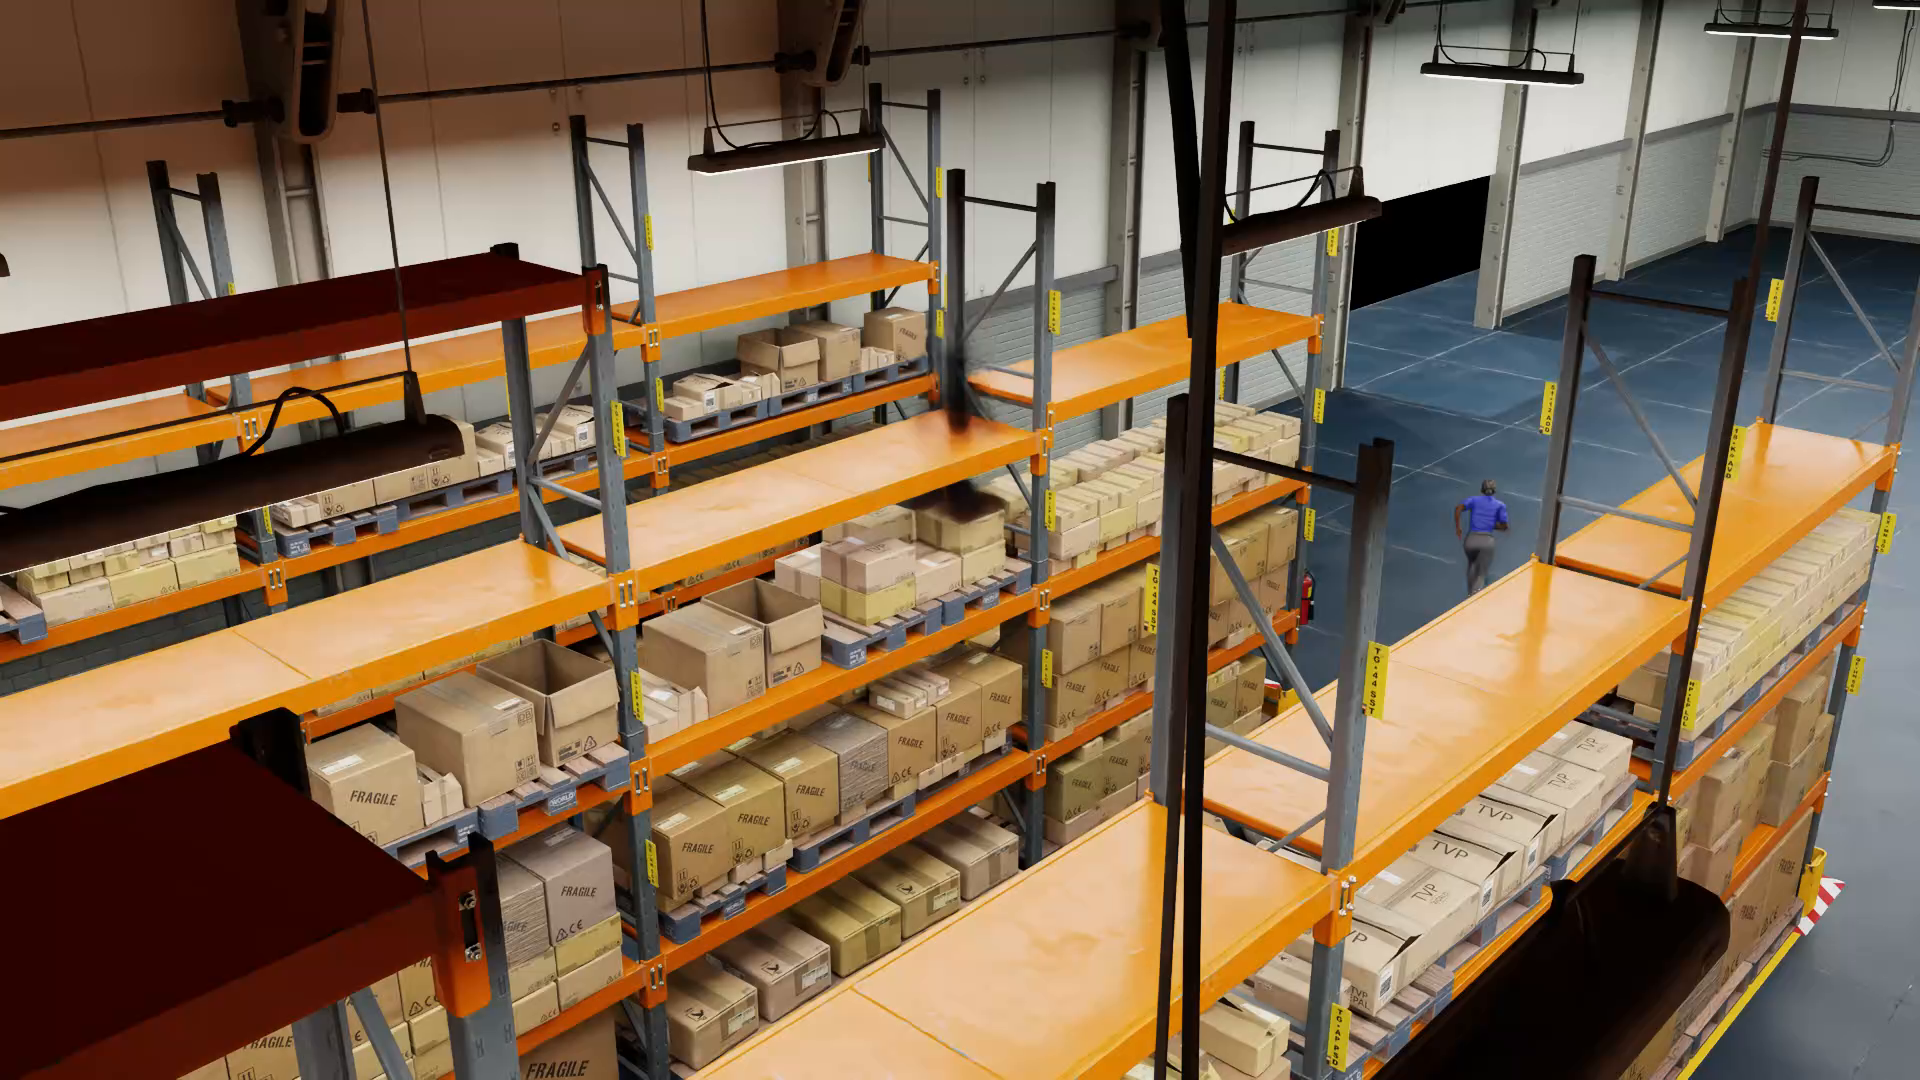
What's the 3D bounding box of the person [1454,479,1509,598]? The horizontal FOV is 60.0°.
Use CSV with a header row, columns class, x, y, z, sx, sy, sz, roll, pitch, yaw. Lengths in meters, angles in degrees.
class,x,y,z,sx,sy,sz,roll,pitch,yaw
person,6.078,0.150,19.554,0.619,1.614,0.958,8,23,20
